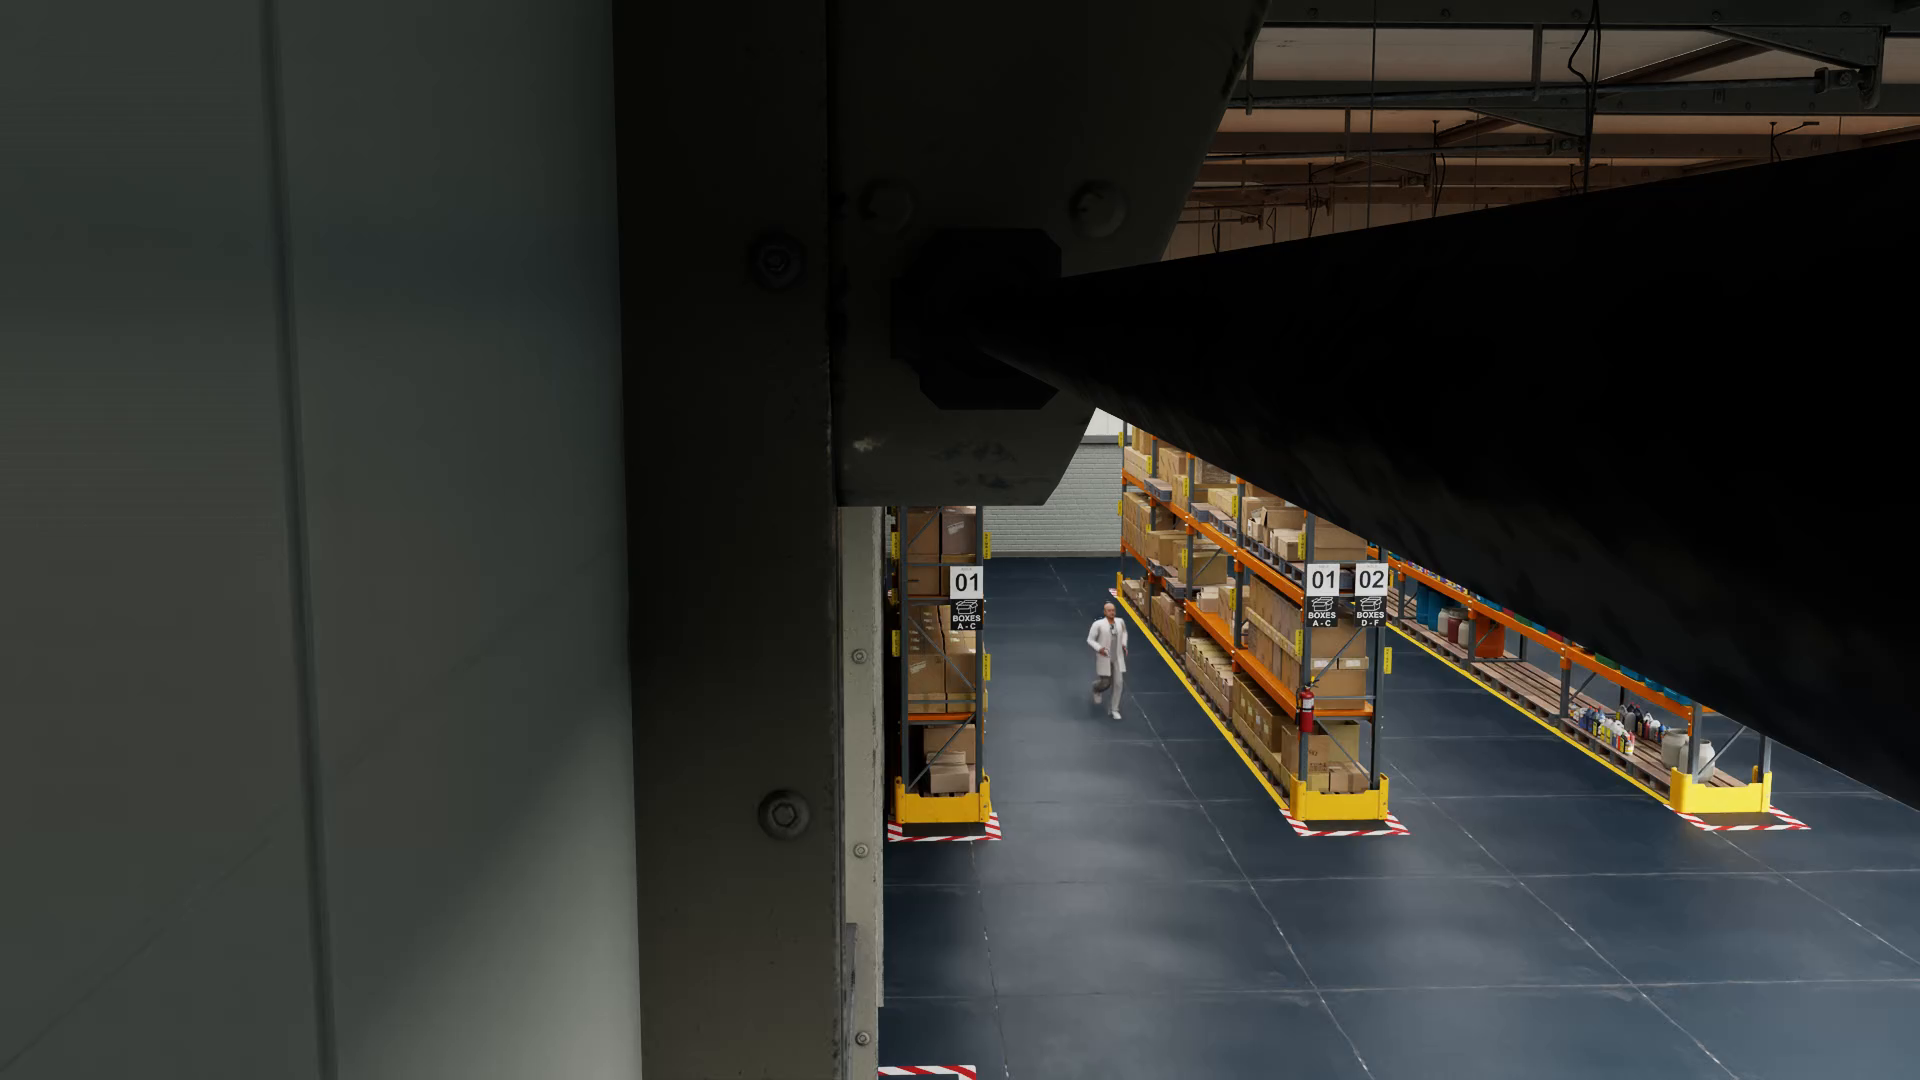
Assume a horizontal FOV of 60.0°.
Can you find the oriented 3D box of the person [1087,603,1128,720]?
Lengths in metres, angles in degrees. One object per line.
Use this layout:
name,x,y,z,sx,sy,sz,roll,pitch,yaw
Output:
person,2.319,1.849,25.827,0.712,1.764,0.918,-2,8,-16
